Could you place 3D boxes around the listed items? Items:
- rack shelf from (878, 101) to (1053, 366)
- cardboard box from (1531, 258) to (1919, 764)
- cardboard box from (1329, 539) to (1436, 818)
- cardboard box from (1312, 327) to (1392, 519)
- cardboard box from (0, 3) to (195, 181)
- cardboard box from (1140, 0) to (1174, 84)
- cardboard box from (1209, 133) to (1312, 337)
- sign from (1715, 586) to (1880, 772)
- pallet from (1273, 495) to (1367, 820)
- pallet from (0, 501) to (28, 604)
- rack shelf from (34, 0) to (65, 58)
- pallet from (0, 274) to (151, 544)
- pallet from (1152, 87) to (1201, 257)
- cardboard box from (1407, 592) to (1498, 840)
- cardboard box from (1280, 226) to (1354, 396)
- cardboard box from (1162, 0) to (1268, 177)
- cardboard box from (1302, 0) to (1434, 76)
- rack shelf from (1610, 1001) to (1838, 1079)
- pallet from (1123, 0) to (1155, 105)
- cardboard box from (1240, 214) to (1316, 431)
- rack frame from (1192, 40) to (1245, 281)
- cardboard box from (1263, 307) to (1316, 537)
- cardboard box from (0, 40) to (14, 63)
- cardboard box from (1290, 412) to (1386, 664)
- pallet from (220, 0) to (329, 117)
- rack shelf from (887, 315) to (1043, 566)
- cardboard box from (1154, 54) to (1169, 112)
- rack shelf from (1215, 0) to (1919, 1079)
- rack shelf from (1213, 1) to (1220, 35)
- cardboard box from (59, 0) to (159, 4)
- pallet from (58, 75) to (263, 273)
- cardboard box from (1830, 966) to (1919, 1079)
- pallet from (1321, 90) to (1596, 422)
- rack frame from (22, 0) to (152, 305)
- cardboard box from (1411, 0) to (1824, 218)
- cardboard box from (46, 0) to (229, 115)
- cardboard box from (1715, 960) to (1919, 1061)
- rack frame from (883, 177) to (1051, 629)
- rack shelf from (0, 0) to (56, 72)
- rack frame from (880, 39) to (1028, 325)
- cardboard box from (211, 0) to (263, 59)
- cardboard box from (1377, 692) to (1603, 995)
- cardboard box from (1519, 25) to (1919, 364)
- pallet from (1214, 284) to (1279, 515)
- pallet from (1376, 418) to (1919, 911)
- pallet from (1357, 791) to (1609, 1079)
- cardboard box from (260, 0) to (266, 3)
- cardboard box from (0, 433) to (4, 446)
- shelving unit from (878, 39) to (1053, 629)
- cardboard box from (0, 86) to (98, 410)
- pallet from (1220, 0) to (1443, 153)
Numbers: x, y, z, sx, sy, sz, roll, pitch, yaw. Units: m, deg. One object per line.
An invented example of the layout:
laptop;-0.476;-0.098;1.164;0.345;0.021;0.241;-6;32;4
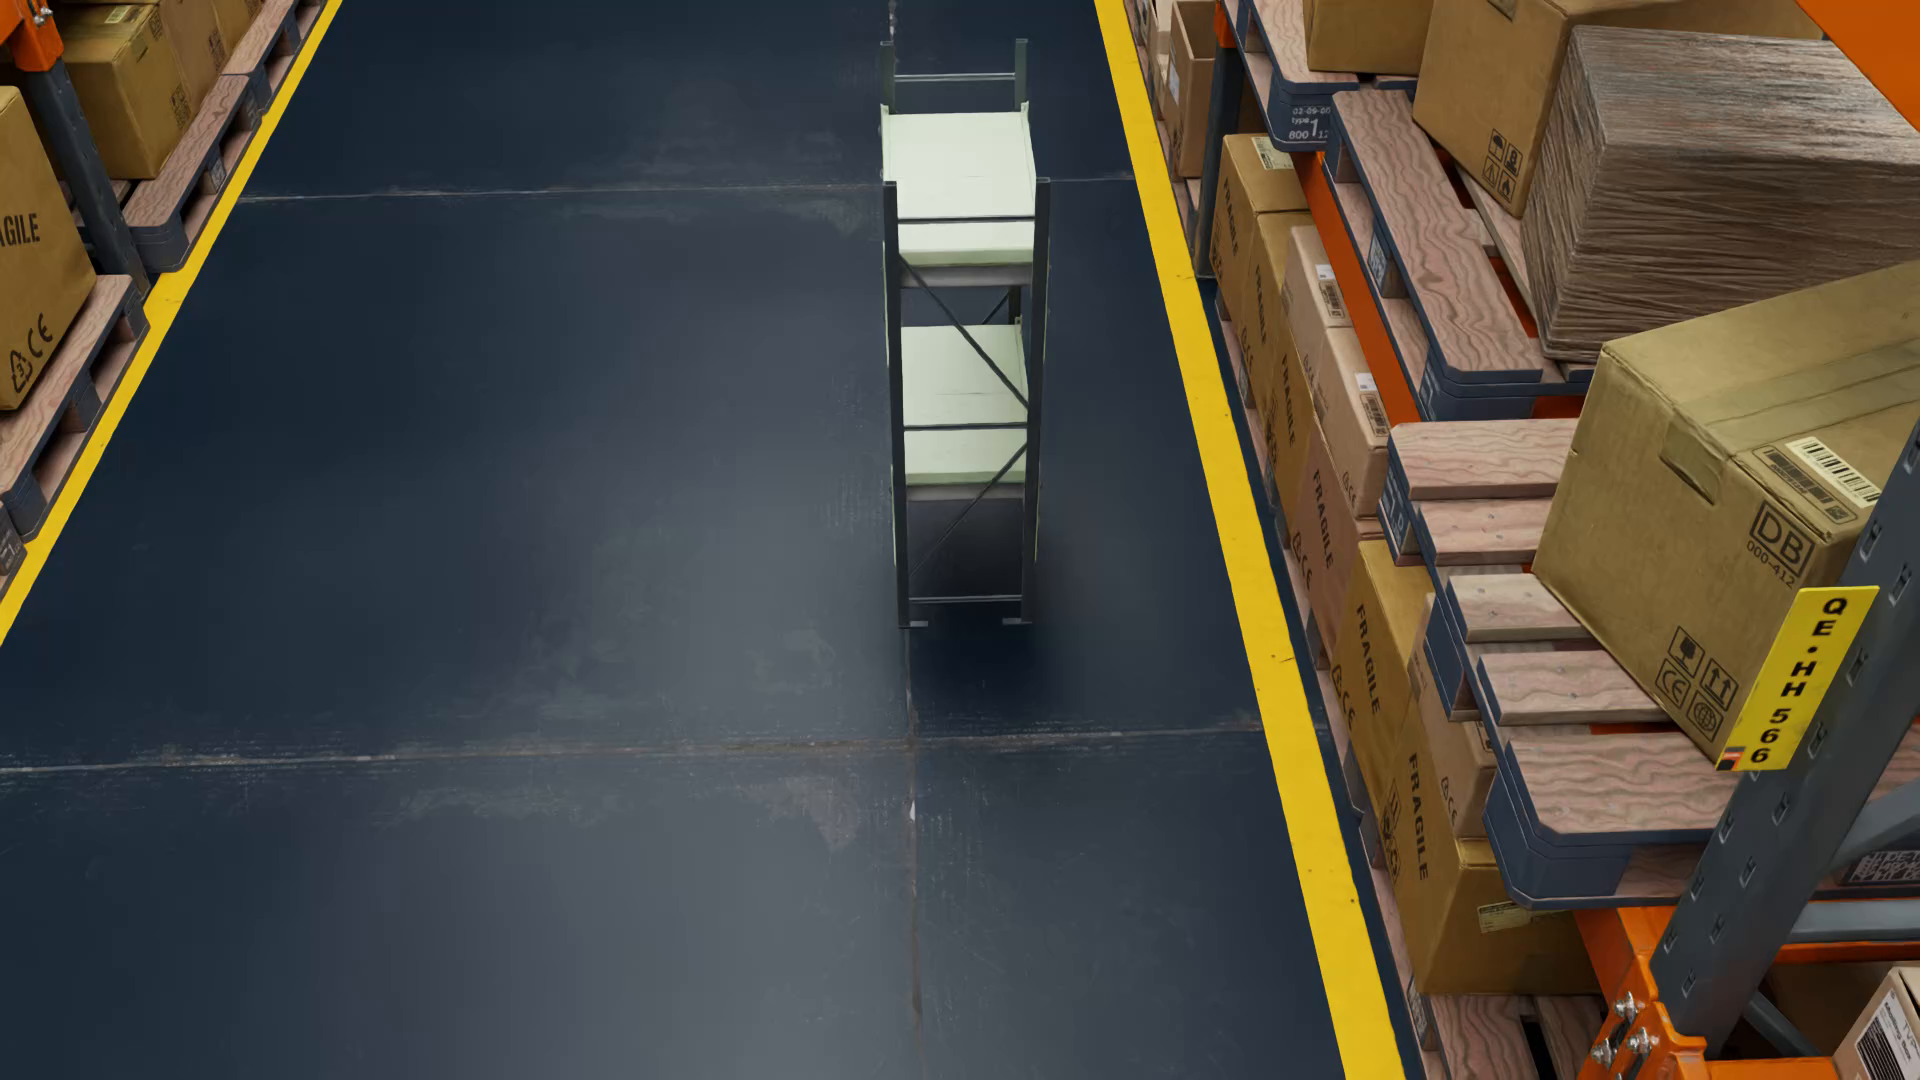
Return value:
rack shelf;0.000;-0.836;4.475;0.431;0.370;0.720;-2;43;-2
cardboard box;1.427;-0.062;2.713;0.700;0.500;0.500;-15;45;-16
cardboard box;1.270;0.337;4.187;0.500;0.500;0.500;-3;43;-3
cardboard box;1.238;-0.318;4.347;0.500;0.250;0.500;-2;43;-3
cardboard box;-3.482;-1.745;6.473;0.700;0.500;0.500;-1;43;-1
cardboard box;1.057;-2.202;7.097;0.500;0.311;0.500;-2;43;-2
cardboard box;1.174;-1.056;5.706;0.500;0.500;0.500;-3;43;-4
sign;1.025;0.176;2.040;0.100;0.325;0.005;-2;43;-2
pallet;1.524;0.253;4.818;1.003;0.211;1.213;-2;43;-2
pallet;-3.390;0.368;4.692;1.003;0.211;1.213;-2;43;-2
rack shelf;-3.638;-3.089;6.932;1.077;0.370;4.000;-2;43;-2
pallet;-3.445;-0.457;5.593;1.003;0.211;1.213;-2;43;-2
pallet;1.368;-1.584;6.822;1.003;0.211;1.213;-2;43;-2
cardboard box;1.285;0.372;3.594;0.500;0.250;0.500;0;43;0
cardboard box;1.216;-0.657;4.716;0.500;0.250;0.500;-2;43;-2
cardboard box;1.089;-1.766;6.481;0.500;0.500;0.500;-2;43;-2
cardboard box;1.286;-1.552;4.338;0.700;0.500;0.500;5;43;5
rack shelf;1.651;2.167;1.198;1.077;0.370;4.000;-2;43;-2
pallet;1.313;-2.410;7.723;1.003;0.211;1.213;-2;43;-2
cardboard box;1.207;-0.696;5.314;0.500;0.500;0.500;-1;43;-1
rack frame;1.396;-2.149;5.374;1.000;3.000;0.127;-2;43;-2
cardboard box;1.221;-0.358;4.945;0.500;0.500;0.500;-1;43;-1
cardboard box;-3.674;-1.881;6.141;0.380;0.149;0.250;-2;43;-2
cardboard box;1.242;-0.017;4.573;0.500;0.500;0.500;-3;43;-3
pallet;-3.562;-2.317;7.622;1.003;0.211;1.213;-2;43;-2
rack shelf;0.000;-0.308;4.959;0.431;0.370;0.720;-2;43;-2
cardboard box;1.013;-1.888;6.874;0.380;0.149;0.250;-2;43;-2
rack shelf;1.481;-0.533;4.144;1.077;0.370;4.000;-2;43;-2
rack shelf;1.312;-3.234;7.090;1.077;0.370;4.000;-2;43;-2
cardboard box;-3.314;-2.221;6.512;0.380;0.149;0.250;0;43;0
pallet;-3.507;-1.492;6.721;1.003;0.211;1.213;-2;43;-2
cardboard box;1.538;0.831;2.189;0.500;0.311;0.500;1;43;1
pallet;1.479;-0.690;3.925;1.003;0.211;1.213;-2;43;-2
rack frame;-3.553;-2.004;5.216;1.000;3.000;0.127;-2;43;-2
cardboard box;1.533;-1.149;3.899;0.700;0.500;0.500;-12;44;-13
cardboard box;-3.500;-2.084;6.843;0.700;0.500;0.500;-2;43;-2
cardboard box;1.833;0.996;3.468;0.500;0.500;0.500;0;43;0
rack frame;0.016;-0.301;4.469;0.400;1.500;0.023;-2;43;-2
rack shelf;-3.468;-0.389;3.986;1.077;0.370;4.000;-2;43;-2
rack frame;-0.015;-0.795;5.008;0.400;1.500;0.023;-2;43;-2
cardboard box;-3.520;-2.431;7.221;0.700;0.500;0.500;-1;43;-1
cardboard box;1.292;0.686;3.806;0.500;0.500;0.500;0;43;0
cardboard box;1.579;-0.685;3.392;0.700;0.500;0.500;6;43;6
pallet;1.469;-0.573;5.719;1.003;0.211;1.213;-2;43;-2
pallet;1.467;0.167;2.990;1.213;0.211;1.003;-2;43;-2
pallet;1.572;1.075;3.921;1.003;0.211;1.213;-2;43;-2
cardboard box;-3.549;-2.791;7.614;0.700;0.500;0.500;-3;43;-3
cardboard box;-3.354;-0.331;4.672;0.750;0.750;0.750;0;43;0
shelving unit;0.000;-0.548;4.738;0.431;1.500;0.755;-2;43;-2
cardboard box;-3.395;-0.931;5.326;0.750;0.750;0.750;-1;43;-1
pallet;1.321;-1.535;4.847;1.003;0.211;1.213;-2;43;-2
